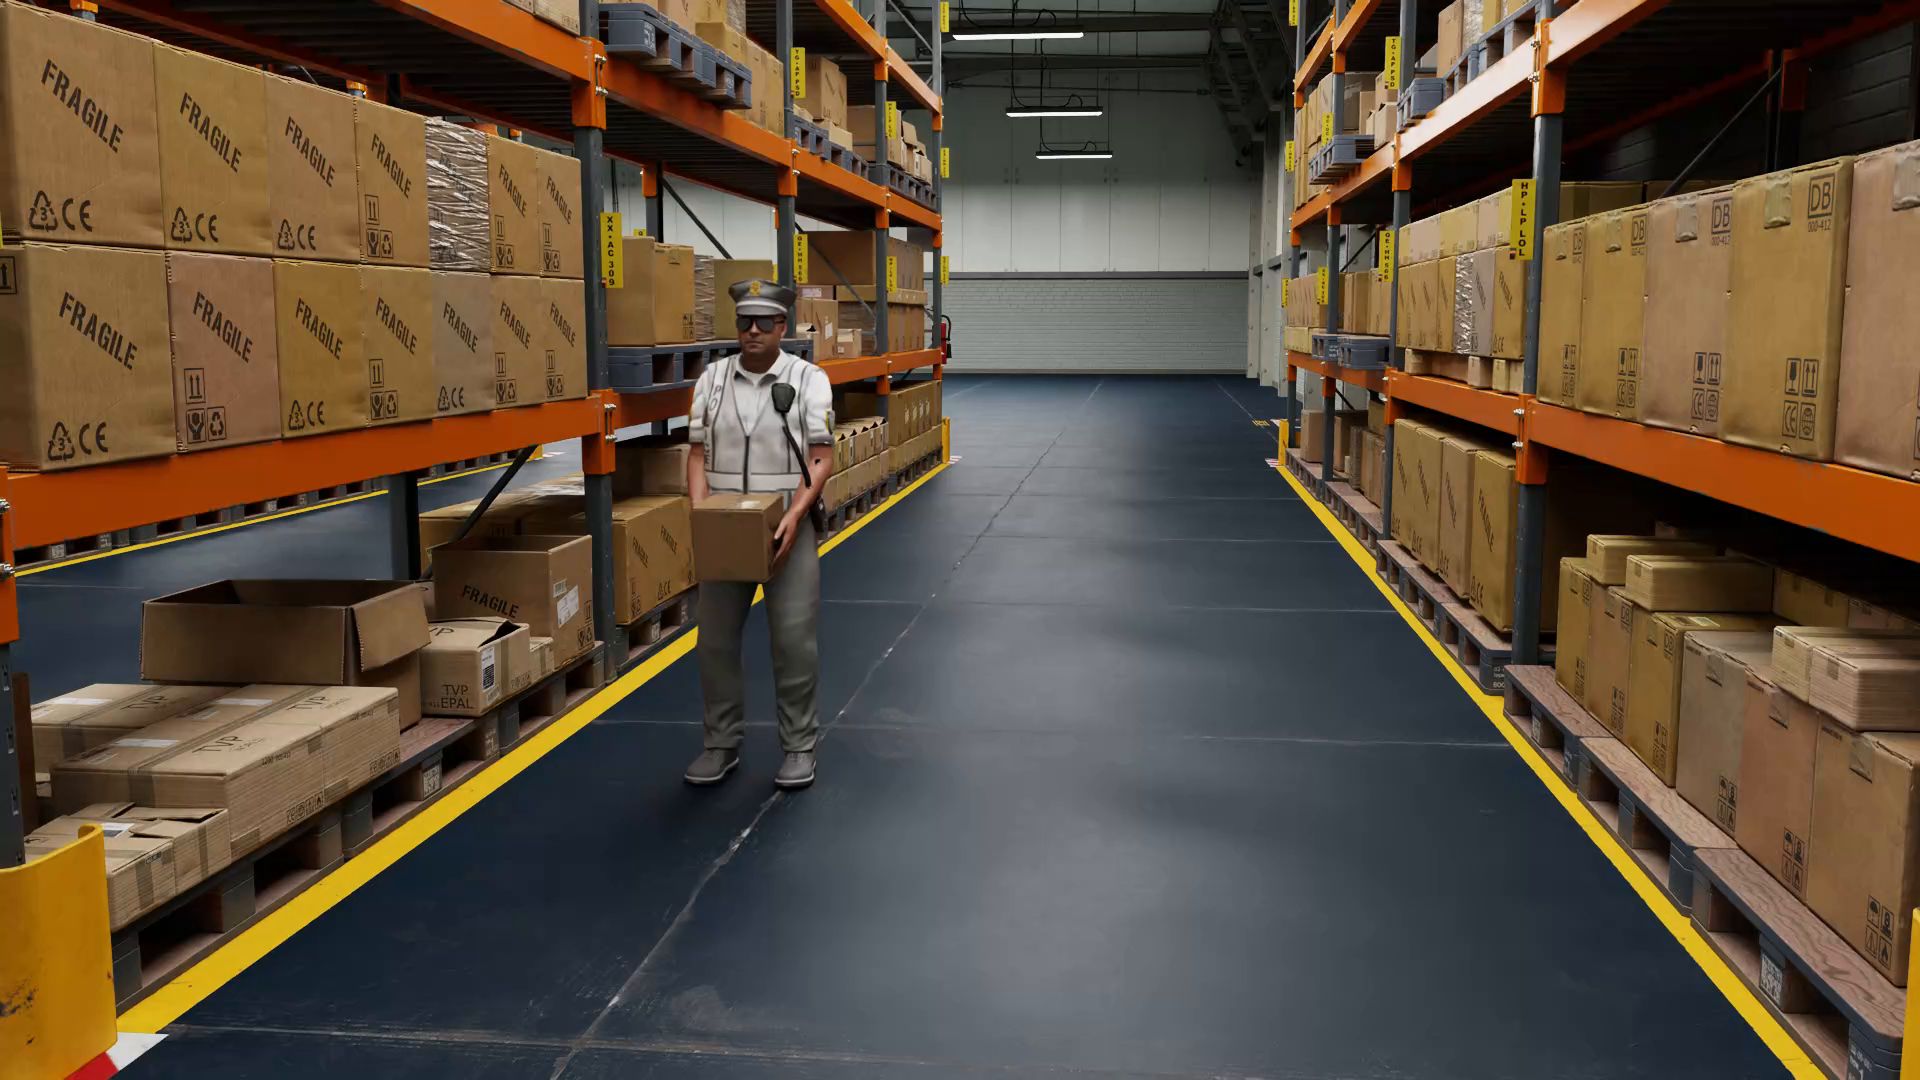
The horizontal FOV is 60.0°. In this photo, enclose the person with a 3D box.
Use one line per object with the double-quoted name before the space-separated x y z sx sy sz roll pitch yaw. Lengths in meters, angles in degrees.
"person" -0.713 -0.025 5.857 0.530 1.772 0.513 1 8 9
